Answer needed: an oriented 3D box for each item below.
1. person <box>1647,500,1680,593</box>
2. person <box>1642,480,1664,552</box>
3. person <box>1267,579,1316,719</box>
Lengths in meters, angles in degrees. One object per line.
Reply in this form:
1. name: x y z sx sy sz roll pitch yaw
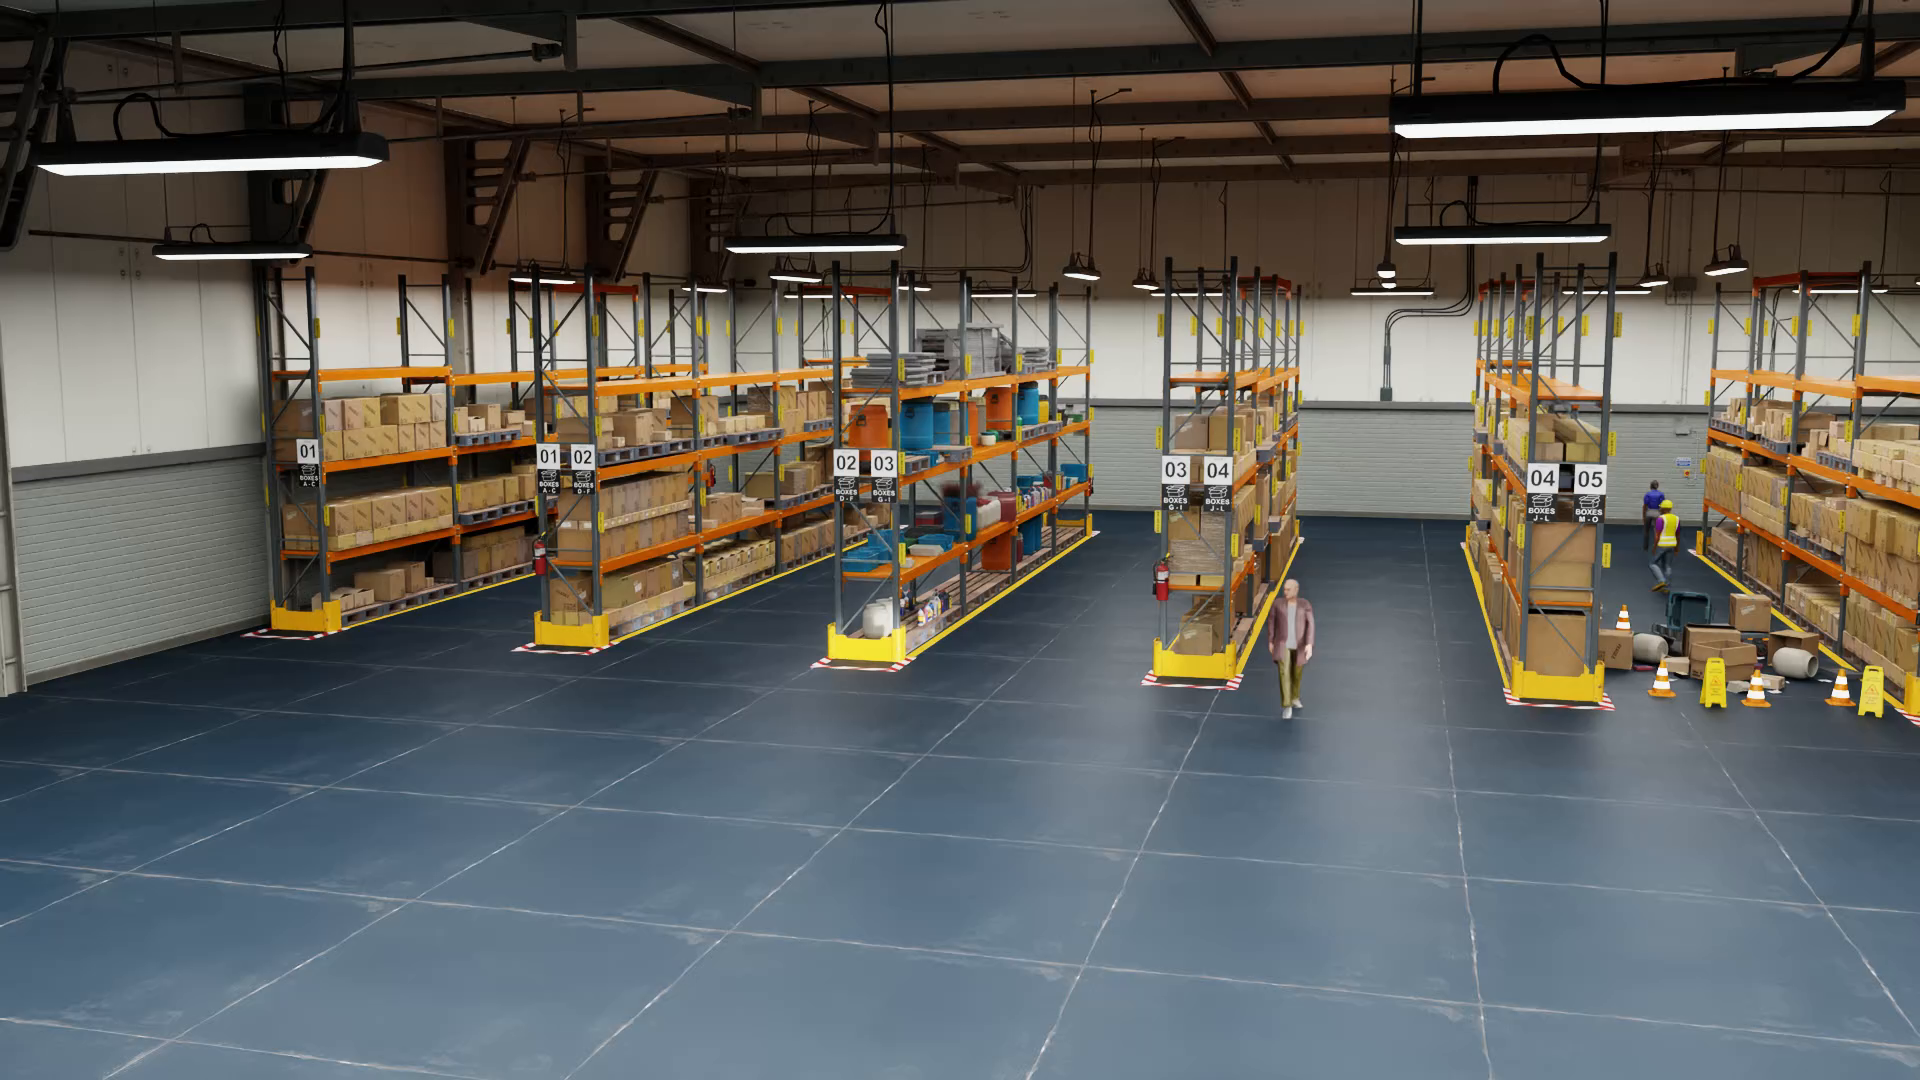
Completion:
1. person: 13.409 0.125 31.591 0.616 1.767 0.467 -2 8 -19
2. person: 15.508 -0.530 37.173 0.488 1.633 0.838 2 8 16
3. person: 4.304 1.380 21.596 0.607 1.744 0.998 1 7 8
